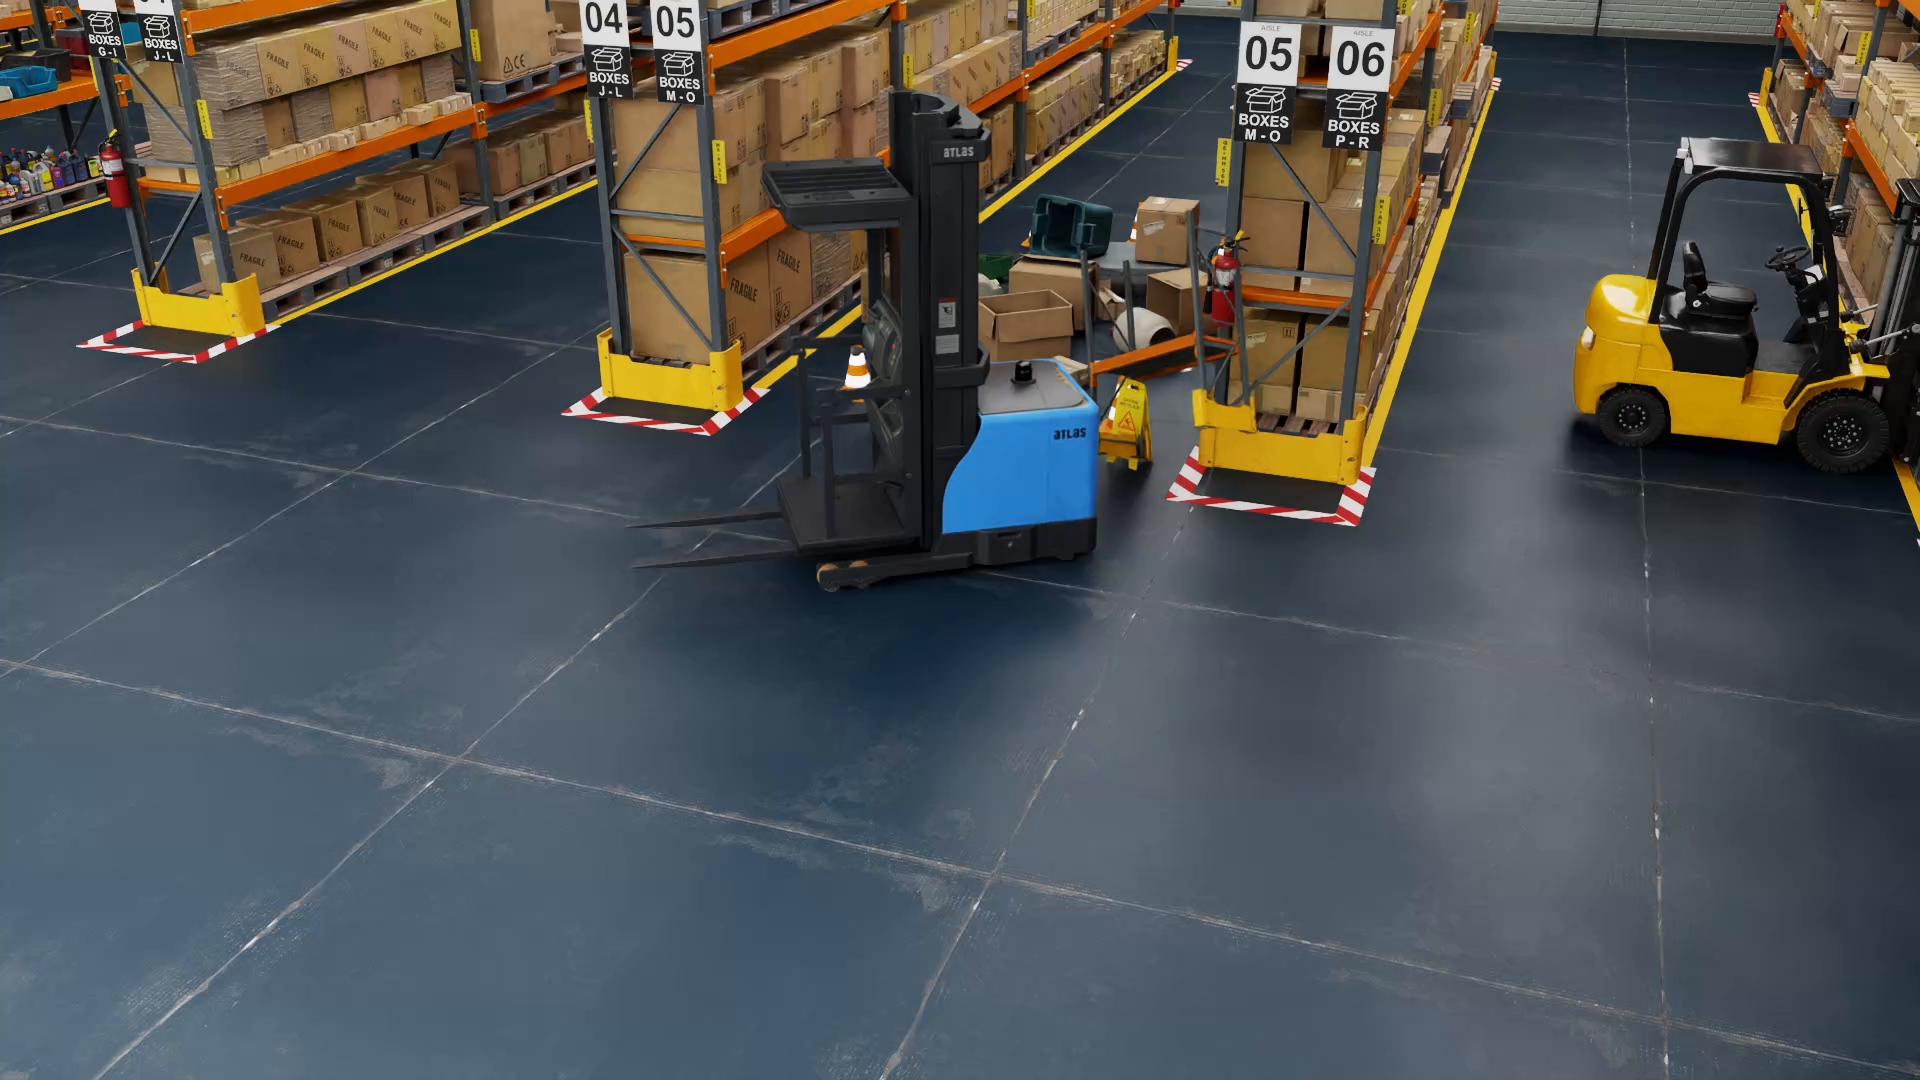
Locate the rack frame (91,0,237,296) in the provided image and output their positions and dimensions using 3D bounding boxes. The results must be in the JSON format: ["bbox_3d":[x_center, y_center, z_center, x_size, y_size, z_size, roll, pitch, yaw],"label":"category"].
[{"bbox_3d":[-7.000,-3.301,14.626,1.000,3.000,0.127,9,27,17],"label":"rack frame"}]

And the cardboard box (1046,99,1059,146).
[{"bbox_3d":[0.946,-5.353,21.250,0.500,0.500,0.500,9,27,18],"label":"cardboard box"}]

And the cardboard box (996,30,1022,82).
[{"bbox_3d":[0.410,-5.649,19.360,0.500,0.500,0.500,9,27,17],"label":"cardboard box"}]

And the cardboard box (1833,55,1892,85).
[{"bbox_3d":[9.736,-5.035,17.898,0.500,0.250,0.500,7,27,15],"label":"cardboard box"}]

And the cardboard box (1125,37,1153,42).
[{"bbox_3d":[2.781,-7.718,25.855,0.380,0.149,0.250,8,27,15],"label":"cardboard box"}]

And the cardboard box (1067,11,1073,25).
[{"bbox_3d":[1.261,-6.820,21.700,0.380,0.149,0.250,10,28,20],"label":"cardboard box"}]

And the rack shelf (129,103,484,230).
[{"bbox_3d":[-6.334,-3.799,16.480,1.077,0.370,4.000,9,27,17],"label":"rack shelf"}]

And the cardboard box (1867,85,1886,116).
[{"bbox_3d":[9.144,-4.238,16.160,0.500,0.250,0.500,10,27,19],"label":"cardboard box"}]

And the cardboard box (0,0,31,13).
[{"bbox_3d":[-13.840,-7.844,24.110,0.500,0.311,0.500,11,28,21],"label":"cardboard box"}]

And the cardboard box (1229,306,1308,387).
[{"bbox_3d":[2.366,-1.520,12.760,0.500,0.500,0.500,9,27,18],"label":"cardboard box"}]

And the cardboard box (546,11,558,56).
[{"bbox_3d":[-5.179,-5.906,19.406,0.797,0.503,0.637,12,28,23],"label":"cardboard box"}]

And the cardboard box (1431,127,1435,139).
[{"bbox_3d":[4.250,-3.866,15.600,0.380,0.149,0.250,9,27,18],"label":"cardboard box"}]

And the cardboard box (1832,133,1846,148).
[{"bbox_3d":[10.019,-4.452,18.645,0.380,0.149,0.250,8,27,17],"label":"cardboard box"}]

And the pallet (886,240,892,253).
[{"bbox_3d":[-0.839,-3.257,17.735,1.003,0.211,1.213,9,27,17],"label":"pallet"}]

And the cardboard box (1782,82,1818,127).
[{"bbox_3d":[11.392,-5.775,22.122,0.700,0.500,0.500,8,27,15],"label":"cardboard box"}]

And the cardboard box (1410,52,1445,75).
[{"bbox_3d":[4.167,-4.310,15.027,0.380,0.149,0.250,9,27,17],"label":"cardboard box"}]

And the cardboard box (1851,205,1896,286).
[{"bbox_3d":[9.035,-2.753,15.736,0.875,0.625,0.625,8,27,15],"label":"cardboard box"}]

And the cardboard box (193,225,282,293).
[{"bbox_3d":[-6.776,-2.619,15.604,0.500,0.500,0.500,14,29,27],"label":"cardboard box"}]

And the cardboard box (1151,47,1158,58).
[{"bbox_3d":[2.891,-7.683,26.125,0.380,0.149,0.250,8,27,15],"label":"cardboard box"}]

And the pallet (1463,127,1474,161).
[{"bbox_3d":[6.153,-5.212,21.773,1.003,0.211,1.213,9,27,17],"label":"pallet"}]

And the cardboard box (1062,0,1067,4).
[{"bbox_3d":[1.165,-6.976,21.339,0.380,0.149,0.250,8,27,17],"label":"cardboard box"}]

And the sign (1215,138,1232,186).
[{"bbox_3d":[1.829,-2.616,11.520,0.100,0.325,0.005,9,27,17],"label":"sign"}]

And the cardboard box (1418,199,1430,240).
[{"bbox_3d":[4.315,-3.312,17.182,0.950,0.372,0.625,10,27,19],"label":"cardboard box"}]

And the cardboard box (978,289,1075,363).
[{"bbox_3d":[0.543,-1.829,14.451,0.797,0.503,0.637,-9,27,-18],"label":"cardboard box"}]

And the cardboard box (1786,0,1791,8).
[{"bbox_3d":[11.947,-7.640,23.418,0.500,0.250,0.500,9,27,18],"label":"cardboard box"}]

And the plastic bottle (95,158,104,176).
[{"bbox_3d":[-10.166,-4.407,19.617,0.097,0.201,0.097,0,26,0],"label":"plastic bottle"}]

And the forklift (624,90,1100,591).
[{"bbox_3d":[-0.670,-1.249,10.467,3.031,2.935,1.130,-6,26,-12],"label":"forklift"}]

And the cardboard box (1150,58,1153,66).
[{"bbox_3d":[2.831,-7.558,26.208,0.380,0.149,0.250,9,27,17],"label":"cardboard box"}]

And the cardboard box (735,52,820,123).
[{"bbox_3d":[-1.732,-3.927,14.508,0.875,0.550,0.500,9,27,17],"label":"cardboard box"}]

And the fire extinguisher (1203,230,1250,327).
[{"bbox_3d":[1.873,-1.849,11.715,0.296,0.674,0.183,9,27,17],"label":"fire extinguisher"}]

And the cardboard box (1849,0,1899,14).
[{"bbox_3d":[11.767,-7.054,21.348,0.500,0.500,0.500,8,27,16],"label":"cardboard box"}]

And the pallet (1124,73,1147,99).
[{"bbox_3d":[2.232,-7.001,25.467,1.003,0.211,1.213,9,27,17],"label":"pallet"}]

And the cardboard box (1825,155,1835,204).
[{"bbox_3d":[9.804,-3.906,18.262,0.500,0.500,0.500,8,27,17],"label":"cardboard box"}]

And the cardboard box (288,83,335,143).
[{"bbox_3d":[-6.530,-4.124,15.870,0.875,0.500,0.500,9,27,17],"label":"cardboard box"}]

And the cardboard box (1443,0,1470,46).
[{"bbox_3d":[5.403,-5.814,18.553,0.500,0.500,0.500,8,27,16],"label":"cardboard box"}]

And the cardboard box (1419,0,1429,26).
[{"bbox_3d":[3.278,-4.078,12.618,0.500,0.250,0.500,9,27,19],"label":"cardboard box"}]

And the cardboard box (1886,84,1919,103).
[{"bbox_3d":[8.886,-4.150,15.520,0.380,0.149,0.250,9,27,19],"label":"cardboard box"}]

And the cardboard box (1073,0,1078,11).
[{"bbox_3d":[1.345,-7.060,21.854,0.380,0.149,0.250,7,27,15],"label":"cardboard box"}]

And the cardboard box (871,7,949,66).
[{"bbox_3d":[-0.527,-5.303,17.499,0.700,0.500,0.500,9,27,18],"label":"cardboard box"}]

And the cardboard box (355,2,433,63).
[{"bbox_3d":[-5.724,-5.143,16.827,0.500,0.500,0.500,9,27,17],"label":"cardboard box"}]

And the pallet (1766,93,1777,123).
[{"bbox_3d":[12.062,-6.107,23.621,1.003,0.211,1.213,9,27,17],"label":"pallet"}]

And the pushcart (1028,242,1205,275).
[{"bbox_3d":[1.510,-2.638,16.265,1.648,0.377,0.936,0,26,-1],"label":"pushcart"}]

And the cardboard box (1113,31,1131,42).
[{"bbox_3d":[2.495,-7.992,26.422,0.380,0.149,0.250,9,27,18],"label":"cardboard box"}]

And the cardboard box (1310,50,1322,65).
[{"bbox_3d":[2.373,-3.499,11.882,0.380,0.149,0.250,10,27,19],"label":"cardboard box"}]

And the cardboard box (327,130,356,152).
[{"bbox_3d":[-6.089,-3.873,16.095,0.380,0.149,0.250,9,27,17],"label":"cardboard box"}]

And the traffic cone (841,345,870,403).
[{"bbox_3d":[-0.840,-1.411,13.633,0.336,0.463,0.334,9,27,17],"label":"traffic cone"}]

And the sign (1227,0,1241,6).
[{"bbox_3d":[1.829,-3.701,10.994,0.100,0.325,0.005,9,27,17],"label":"sign"}]

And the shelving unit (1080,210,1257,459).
[{"bbox_3d":[1.444,-1.425,11.813,0.587,1.500,1.083,3,-10,-41],"label":"shelving unit"}]

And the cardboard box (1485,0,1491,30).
[{"bbox_3d":[6.913,-7.201,22.567,0.500,0.500,0.500,9,27,18],"label":"cardboard box"}]

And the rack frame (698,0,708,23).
[{"bbox_3d":[-2.356,-5.240,11.747,1.000,3.000,0.127,9,27,17],"label":"rack frame"}]

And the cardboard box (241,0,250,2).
[{"bbox_3d":[-6.430,-4.957,14.776,0.500,0.250,0.500,8,27,16],"label":"cardboard box"}]

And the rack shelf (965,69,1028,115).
[{"bbox_3d":[-0.359,-4.682,18.304,1.077,0.370,4.000,9,27,17],"label":"rack shelf"}]

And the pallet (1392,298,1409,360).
[{"bbox_3d":[3.487,-1.972,15.080,1.003,0.211,1.213,9,27,17],"label":"pallet"}]

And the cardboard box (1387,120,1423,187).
[{"bbox_3d":[3.599,-3.255,14.076,0.500,0.500,0.500,10,27,19],"label":"cardboard box"}]

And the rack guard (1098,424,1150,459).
[{"bbox_3d":[1.151,-0.738,12.098,0.587,0.250,0.087,3,-10,-41],"label":"rack guard"}]

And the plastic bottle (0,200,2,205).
[{"bbox_3d":[-10.659,-3.830,18.344,0.097,0.271,0.097,0,26,0],"label":"plastic bottle"}]

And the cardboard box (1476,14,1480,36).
[{"bbox_3d":[6.095,-6.316,20.452,0.500,0.250,0.500,9,27,19],"label":"cardboard box"}]
